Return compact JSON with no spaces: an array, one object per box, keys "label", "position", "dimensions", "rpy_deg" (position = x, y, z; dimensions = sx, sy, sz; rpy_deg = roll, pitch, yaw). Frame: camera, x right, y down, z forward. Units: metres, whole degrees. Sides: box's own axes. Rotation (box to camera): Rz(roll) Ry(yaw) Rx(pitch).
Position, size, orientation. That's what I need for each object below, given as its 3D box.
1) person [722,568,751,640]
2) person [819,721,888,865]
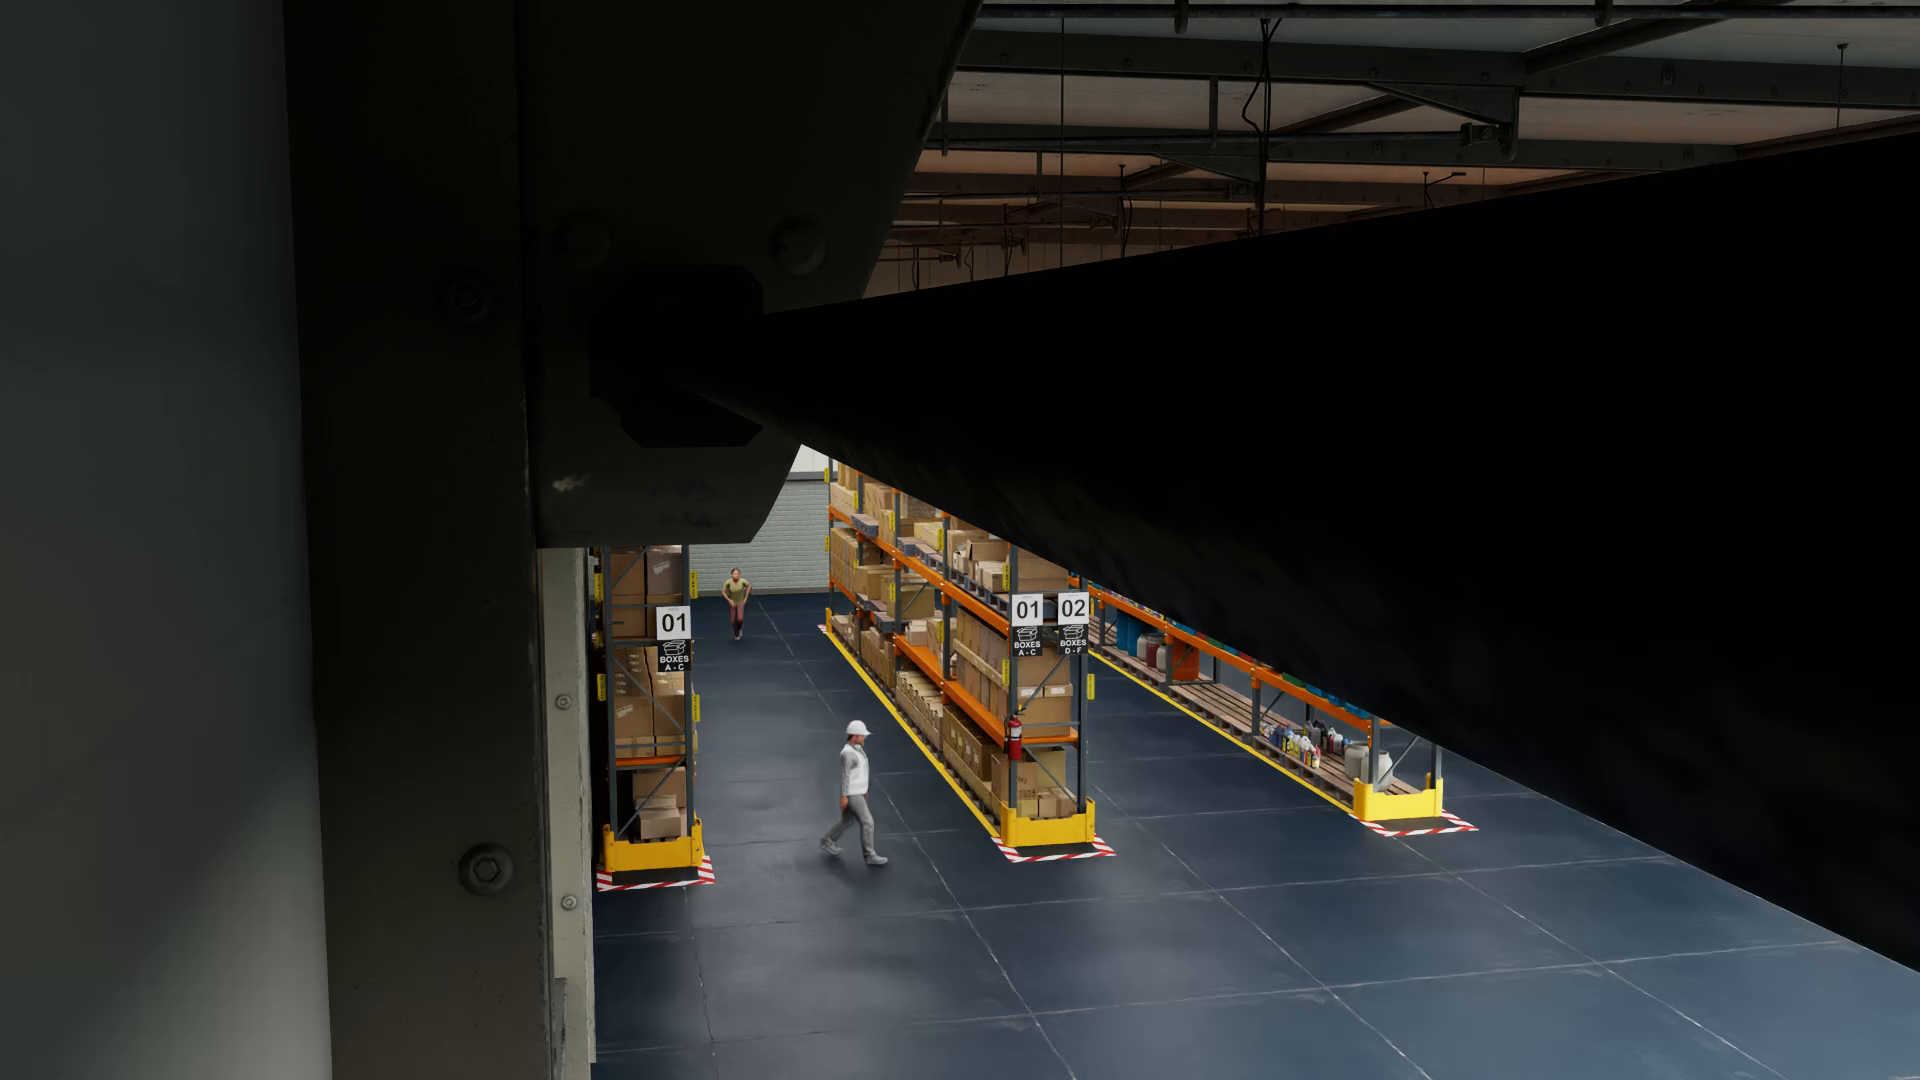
[{"label":"person","position":[-4.745,1.358,35.339],"dimensions":[0.590,1.581,0.689],"rpy_deg":[0,7,-4]},{"label":"person","position":[-1.307,3.067,20.330],"dimensions":[0.884,1.746,0.541],"rpy_deg":[0,7,3]}]
